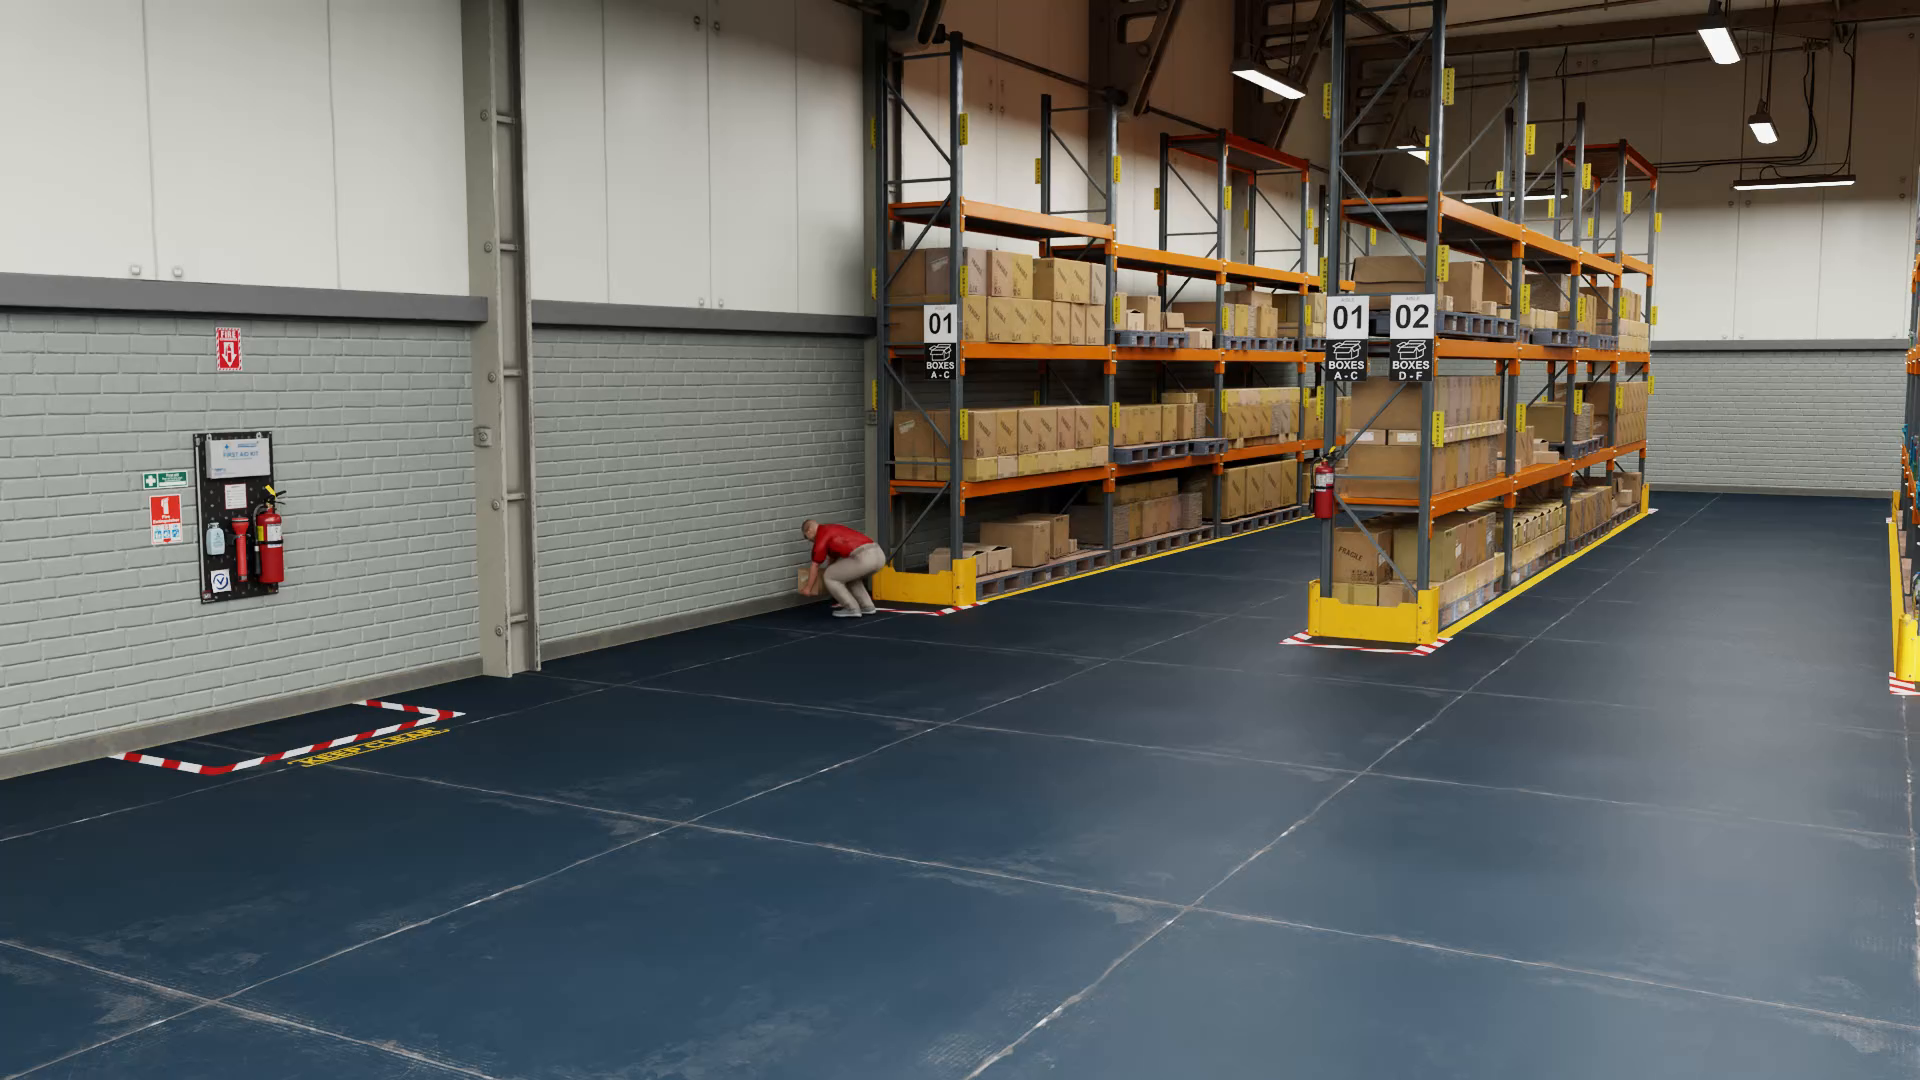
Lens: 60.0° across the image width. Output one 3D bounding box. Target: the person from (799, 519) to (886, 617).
[{"bbox_3d":[-1.215,0.288,17.115,0.904,0.979,0.537,3,7,27],"label":"person"}]
